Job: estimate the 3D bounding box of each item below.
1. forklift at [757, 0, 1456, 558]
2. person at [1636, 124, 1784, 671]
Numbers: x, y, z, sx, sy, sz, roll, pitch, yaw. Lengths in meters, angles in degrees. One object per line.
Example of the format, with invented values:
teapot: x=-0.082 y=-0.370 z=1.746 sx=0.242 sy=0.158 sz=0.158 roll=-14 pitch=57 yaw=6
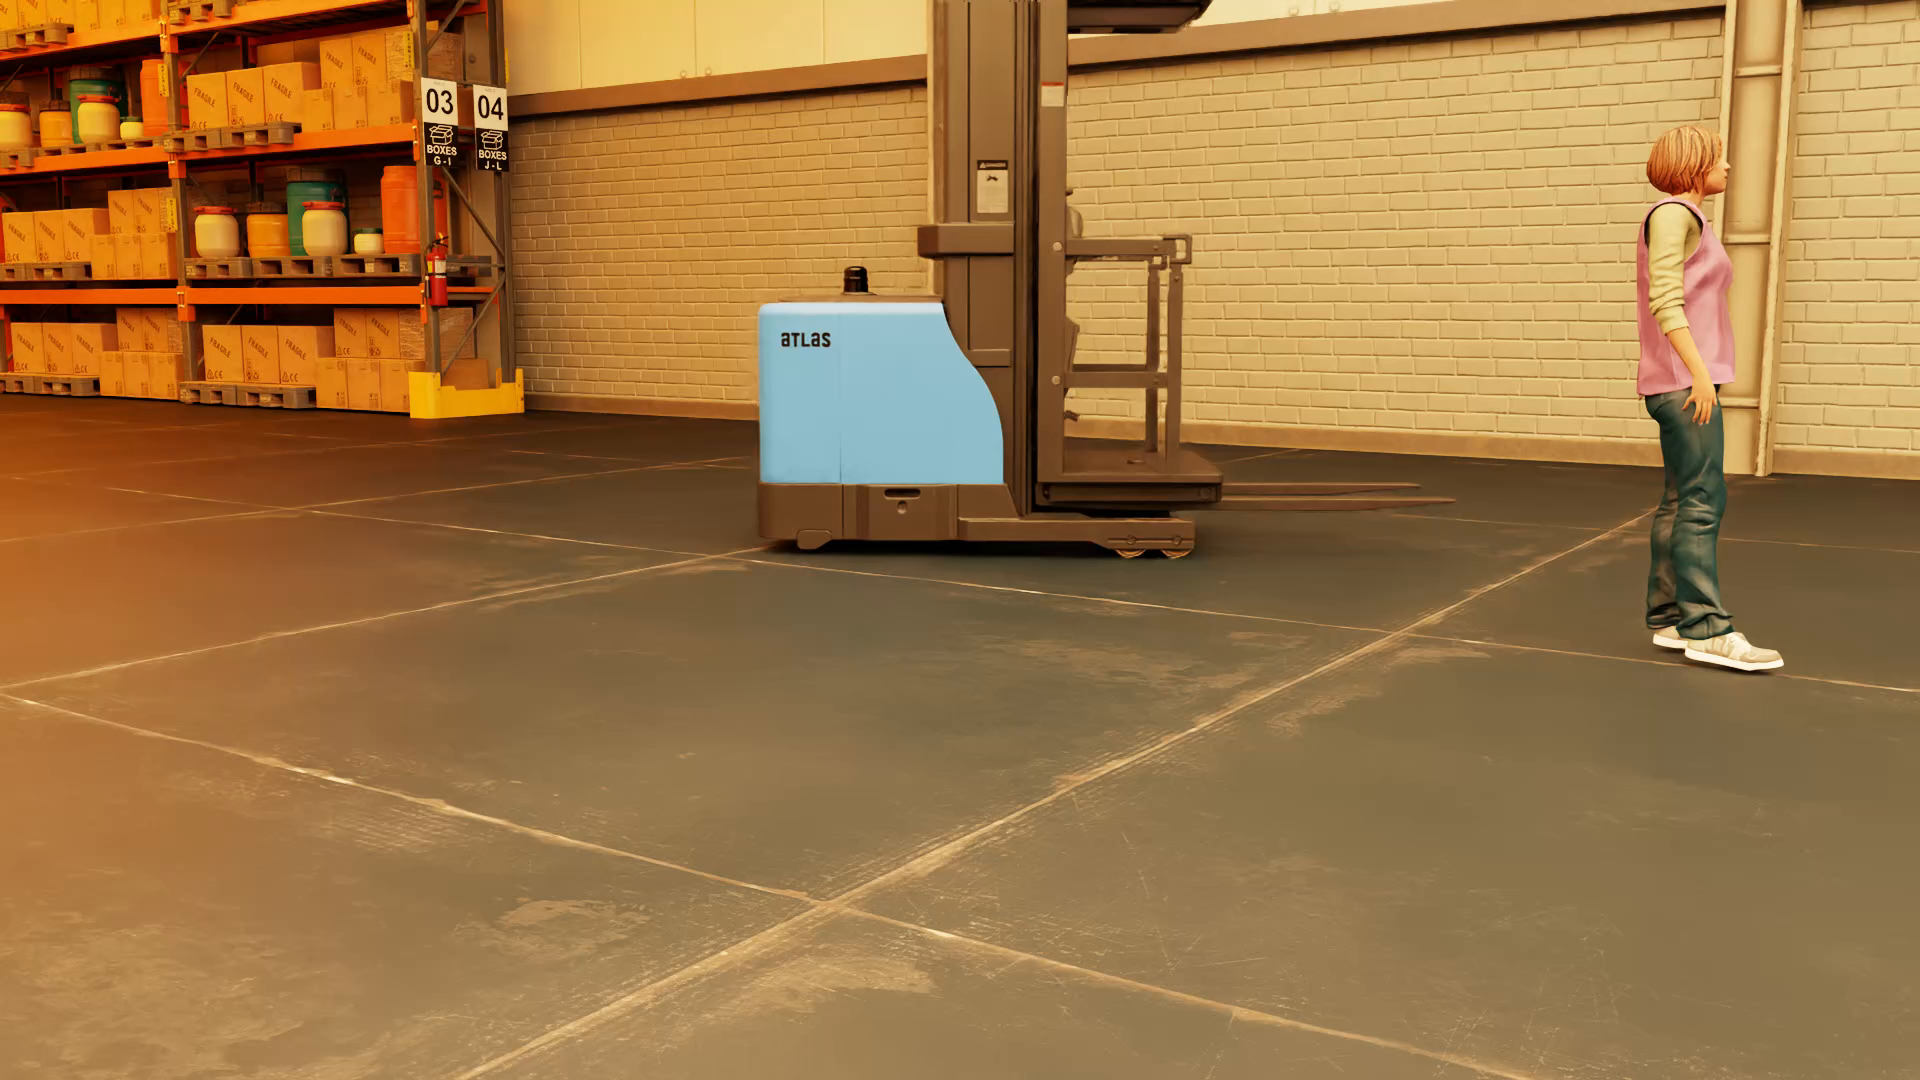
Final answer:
forklift: x=0.647 y=-1.451 z=7.395 sx=3.031 sy=2.935 sz=1.130 roll=0 pitch=8 yaw=1
person: x=2.274 y=-0.445 z=5.013 sx=0.474 sy=1.597 sz=0.519 roll=4 pitch=9 yaw=26
